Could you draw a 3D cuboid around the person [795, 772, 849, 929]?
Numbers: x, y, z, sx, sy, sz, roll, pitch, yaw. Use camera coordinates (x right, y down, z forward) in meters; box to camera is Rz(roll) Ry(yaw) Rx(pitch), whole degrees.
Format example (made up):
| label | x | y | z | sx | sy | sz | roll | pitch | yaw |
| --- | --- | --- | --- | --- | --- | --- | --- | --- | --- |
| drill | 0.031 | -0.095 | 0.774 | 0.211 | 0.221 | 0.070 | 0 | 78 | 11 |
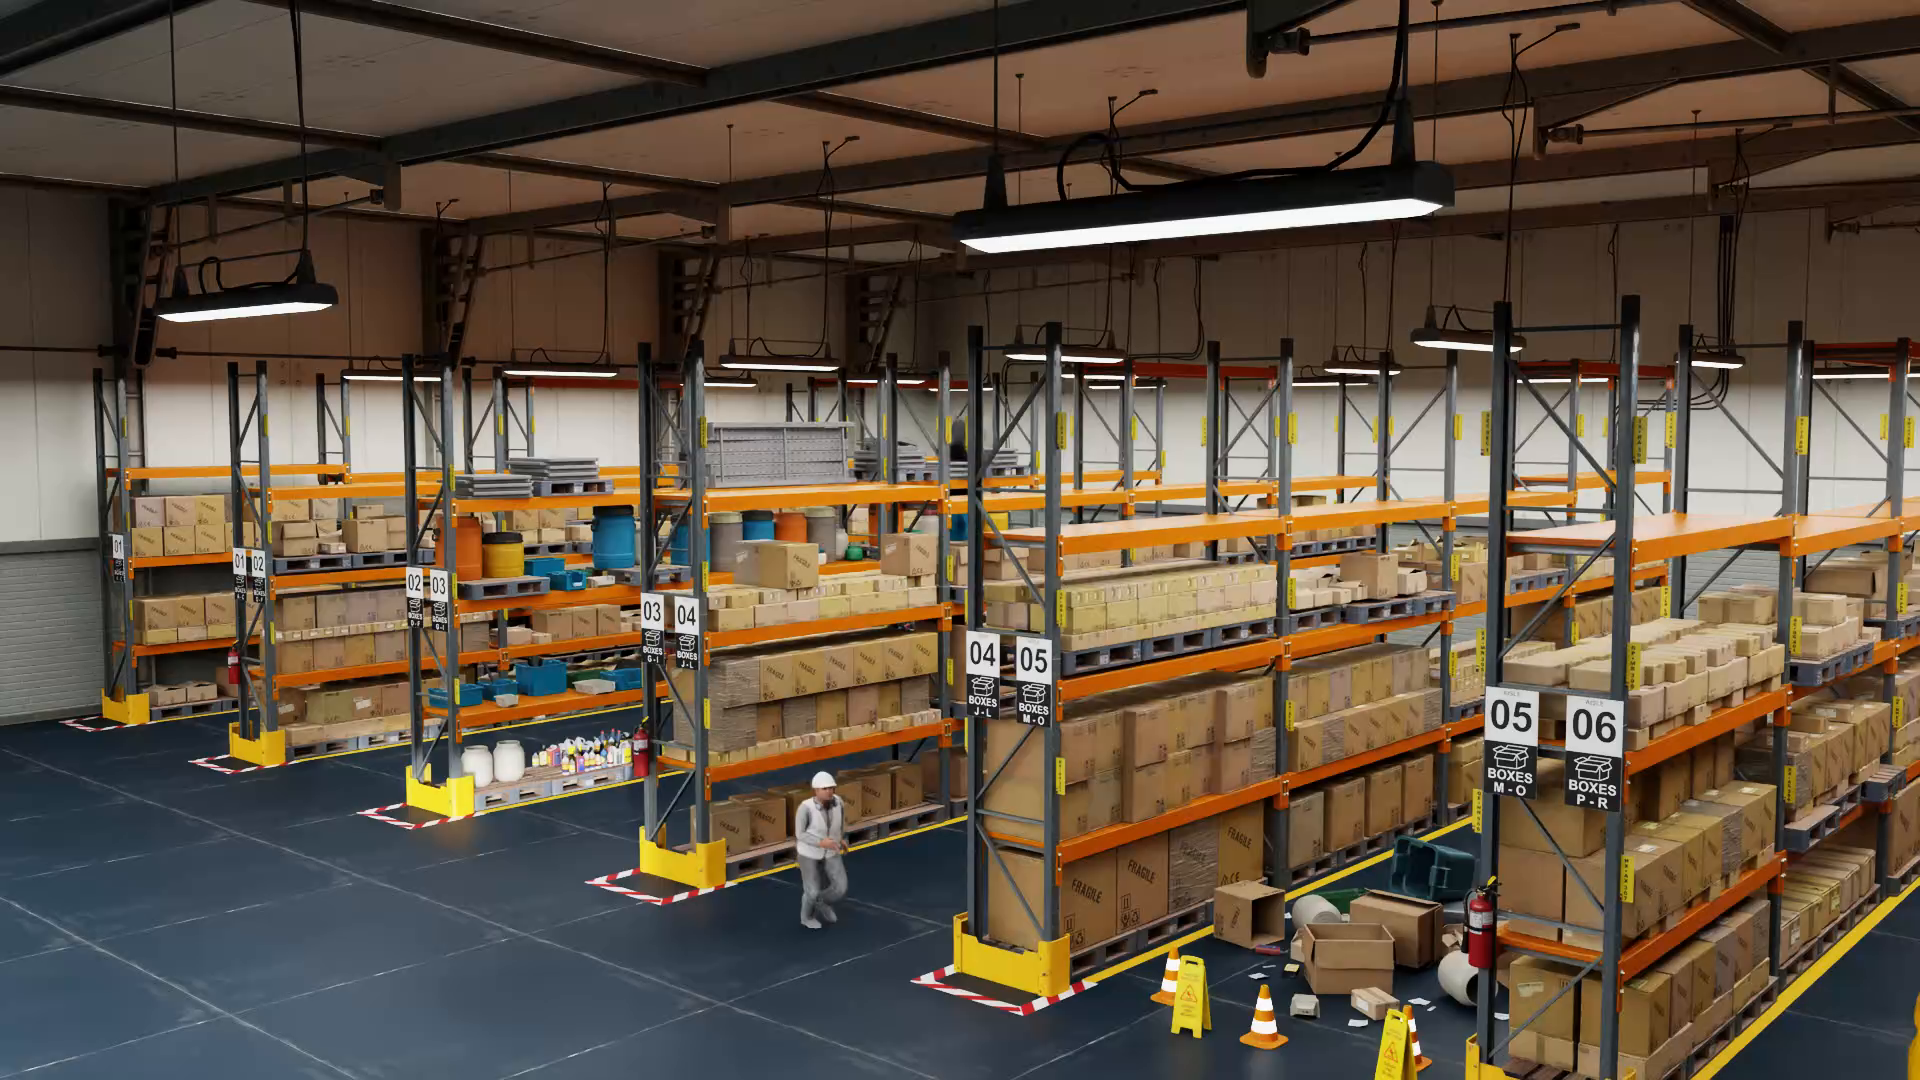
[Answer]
| label | x | y | z | sx | sy | sz | roll | pitch | yaw |
| --- | --- | --- | --- | --- | --- | --- | --- | --- | --- |
| person | -1.376 | 3.111 | 16.602 | 0.633 | 1.663 | 0.798 | -2 | 5 | -28 |
